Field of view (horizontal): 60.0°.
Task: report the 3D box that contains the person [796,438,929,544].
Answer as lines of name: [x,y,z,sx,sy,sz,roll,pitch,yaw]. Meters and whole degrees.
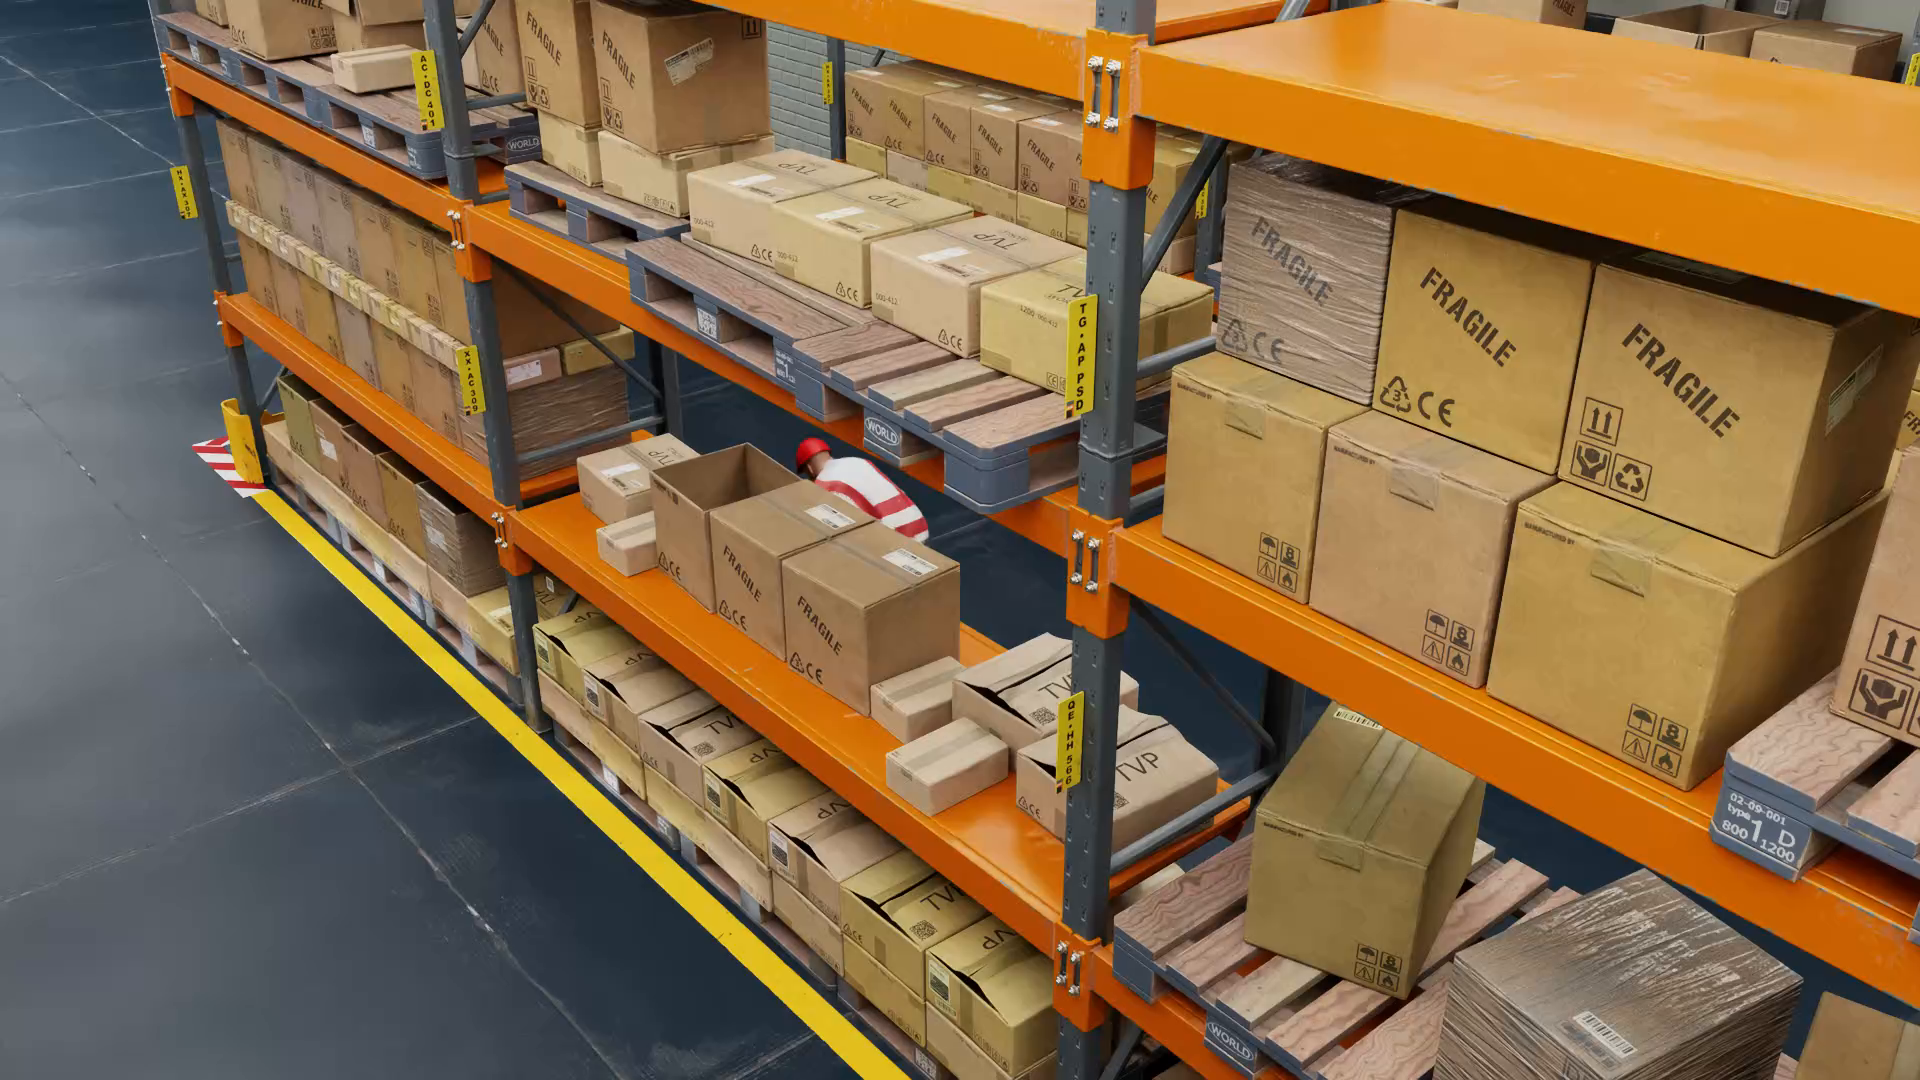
person: [-0.583,-0.030,9.509,0.533,0.991,0.912,-23,36,-36]
